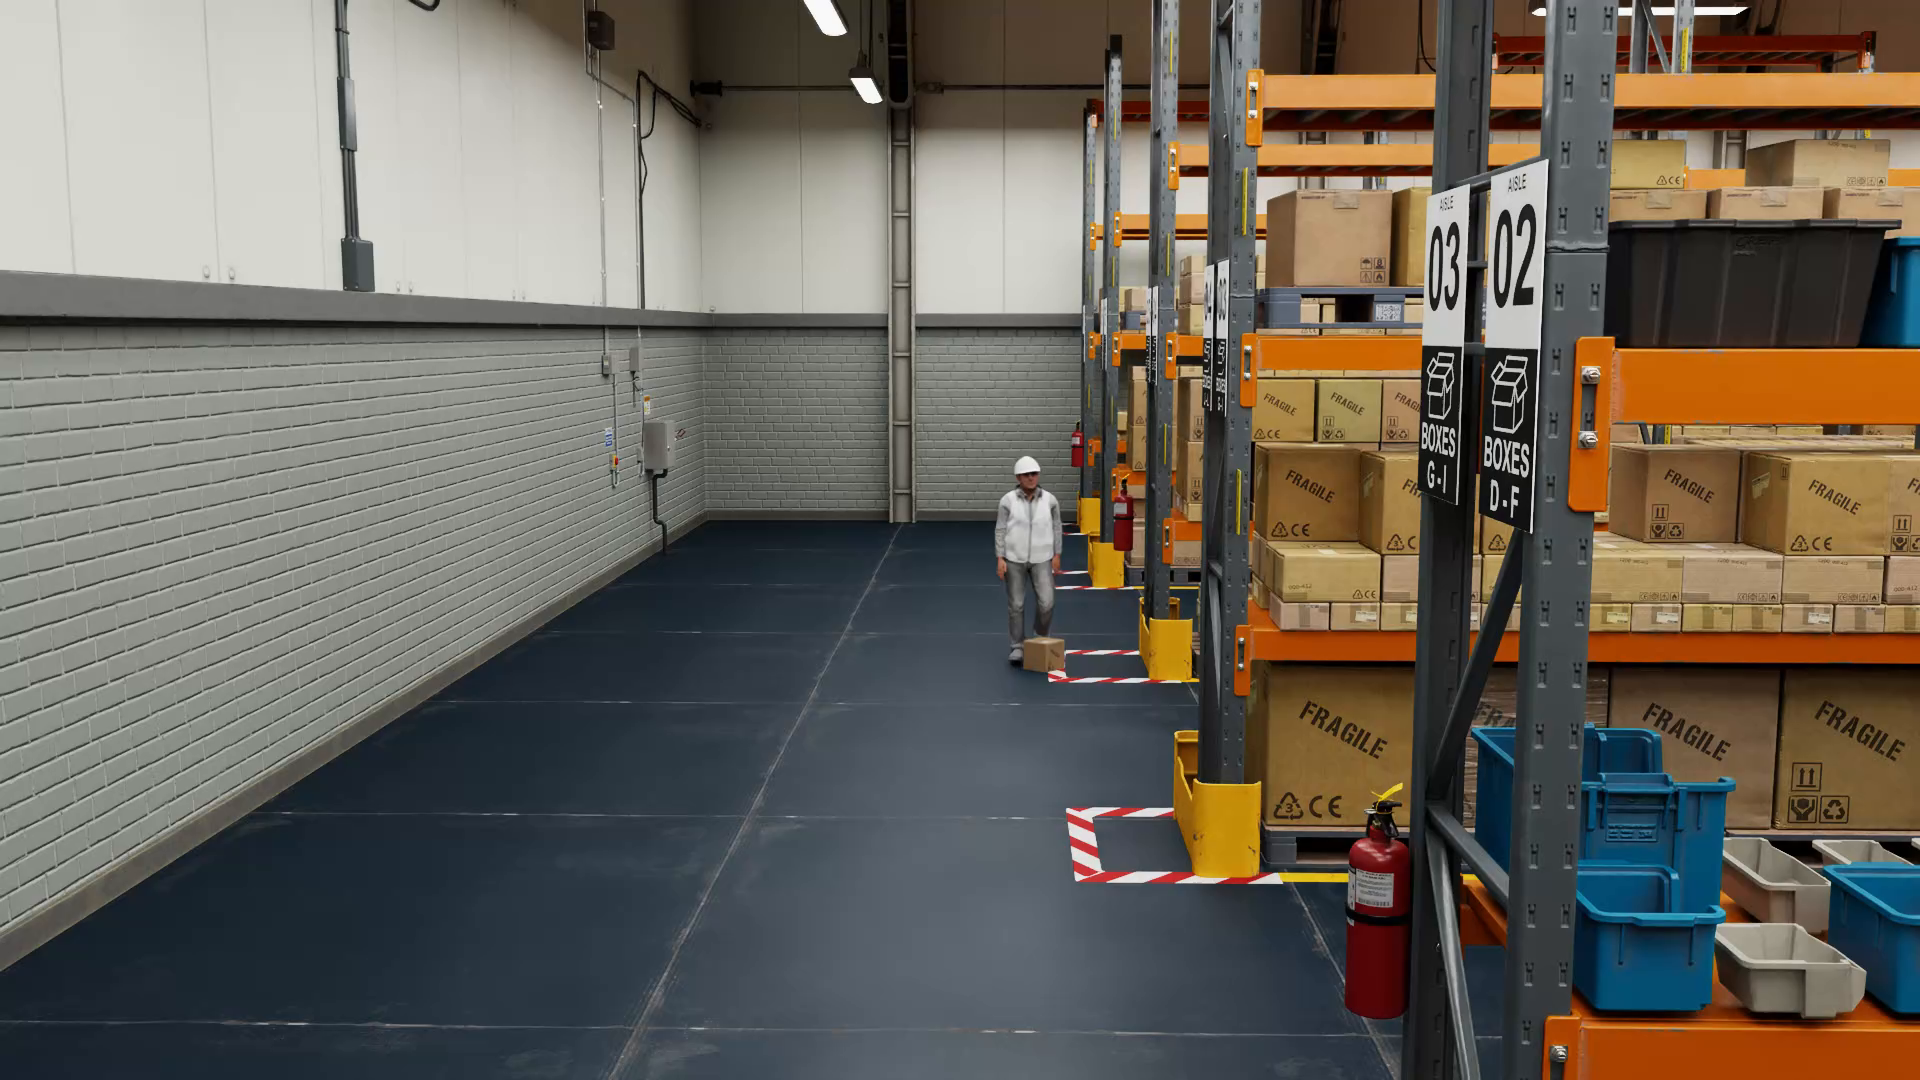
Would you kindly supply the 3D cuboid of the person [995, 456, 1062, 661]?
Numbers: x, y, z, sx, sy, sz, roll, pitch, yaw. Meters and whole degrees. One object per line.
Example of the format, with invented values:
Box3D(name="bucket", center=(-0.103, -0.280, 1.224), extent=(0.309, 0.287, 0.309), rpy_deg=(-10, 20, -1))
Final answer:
Box3D(name="person", center=(0.584, 0.192, 14.160), extent=(0.584, 1.813, 0.471), rpy_deg=(0, 7, -3))
